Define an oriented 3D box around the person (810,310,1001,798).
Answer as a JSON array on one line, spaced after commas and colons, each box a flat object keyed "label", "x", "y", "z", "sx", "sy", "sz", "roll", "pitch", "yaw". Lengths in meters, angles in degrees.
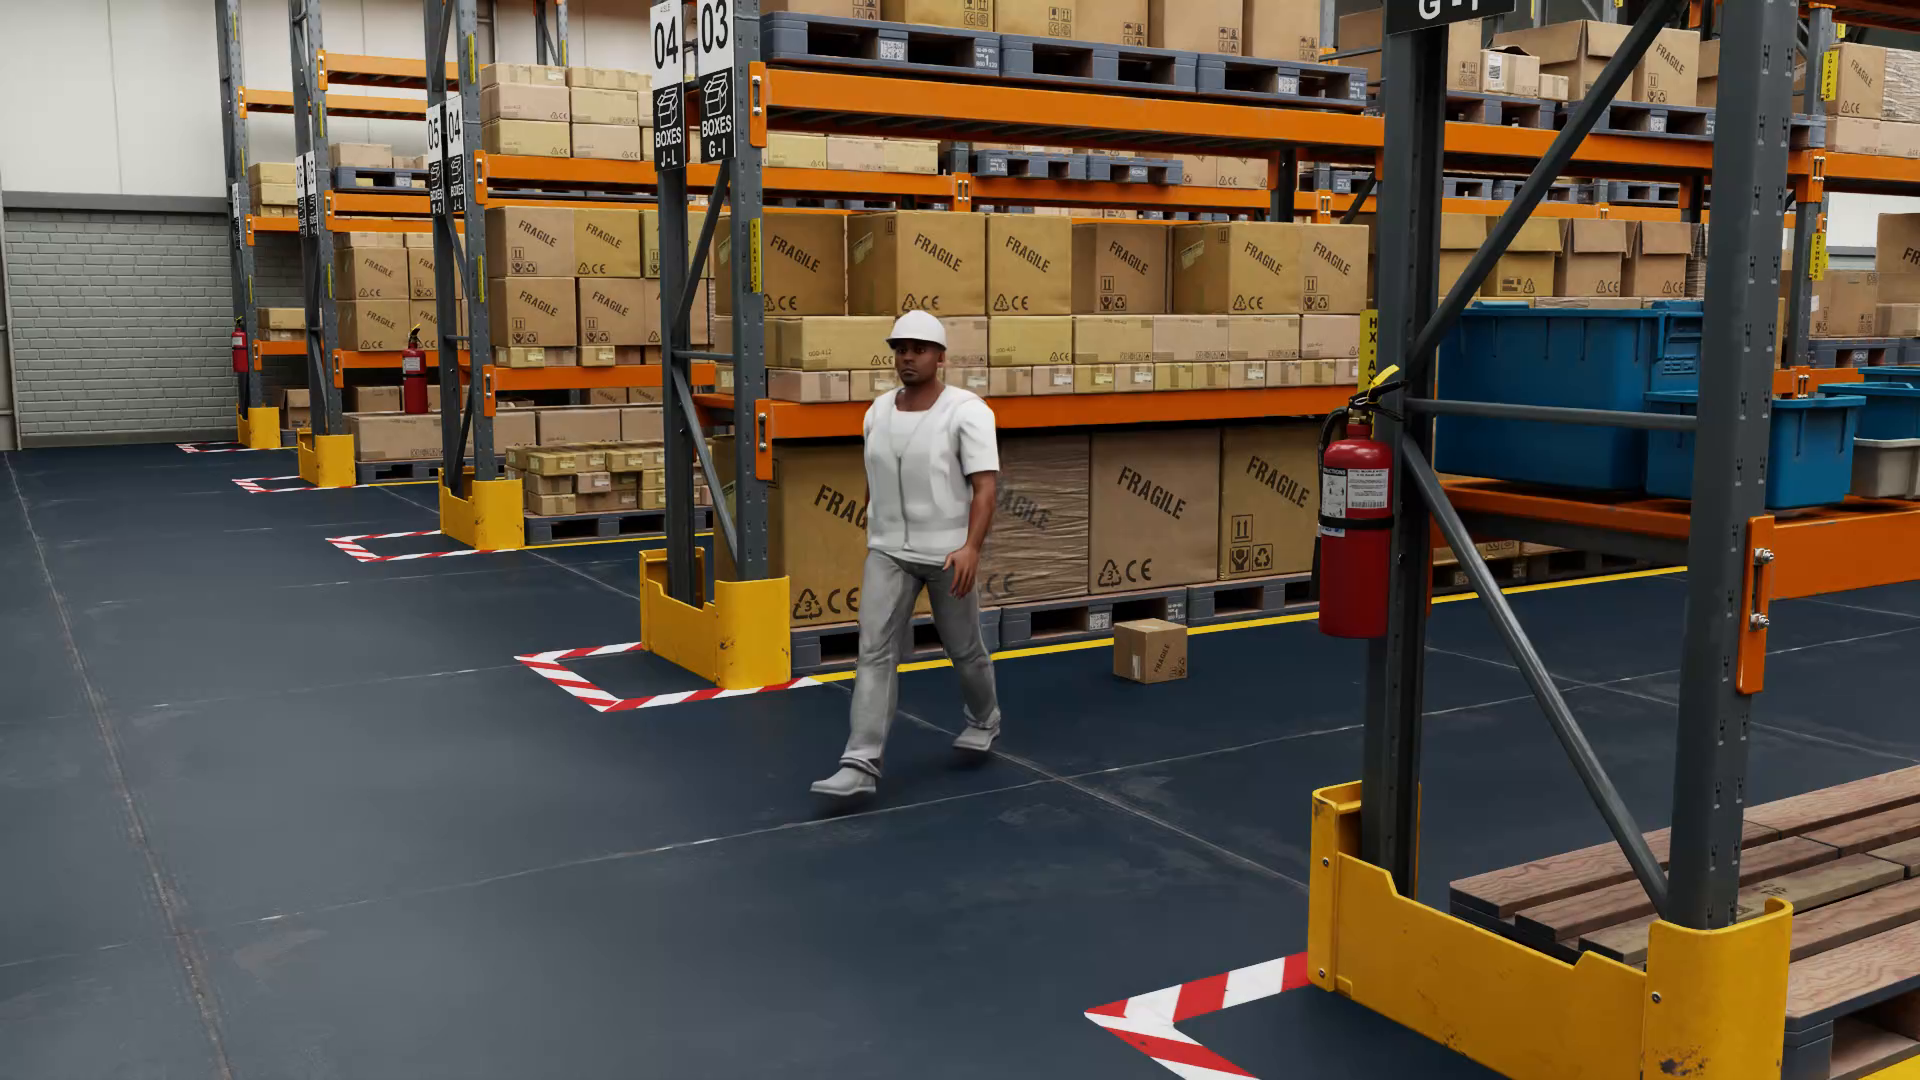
[{"label": "person", "x": -0.155, "y": 0.033, "z": 6.006, "sx": 0.610, "sy": 1.708, "sz": 1.090, "roll": 3, "pitch": 9, "yaw": 22}]
